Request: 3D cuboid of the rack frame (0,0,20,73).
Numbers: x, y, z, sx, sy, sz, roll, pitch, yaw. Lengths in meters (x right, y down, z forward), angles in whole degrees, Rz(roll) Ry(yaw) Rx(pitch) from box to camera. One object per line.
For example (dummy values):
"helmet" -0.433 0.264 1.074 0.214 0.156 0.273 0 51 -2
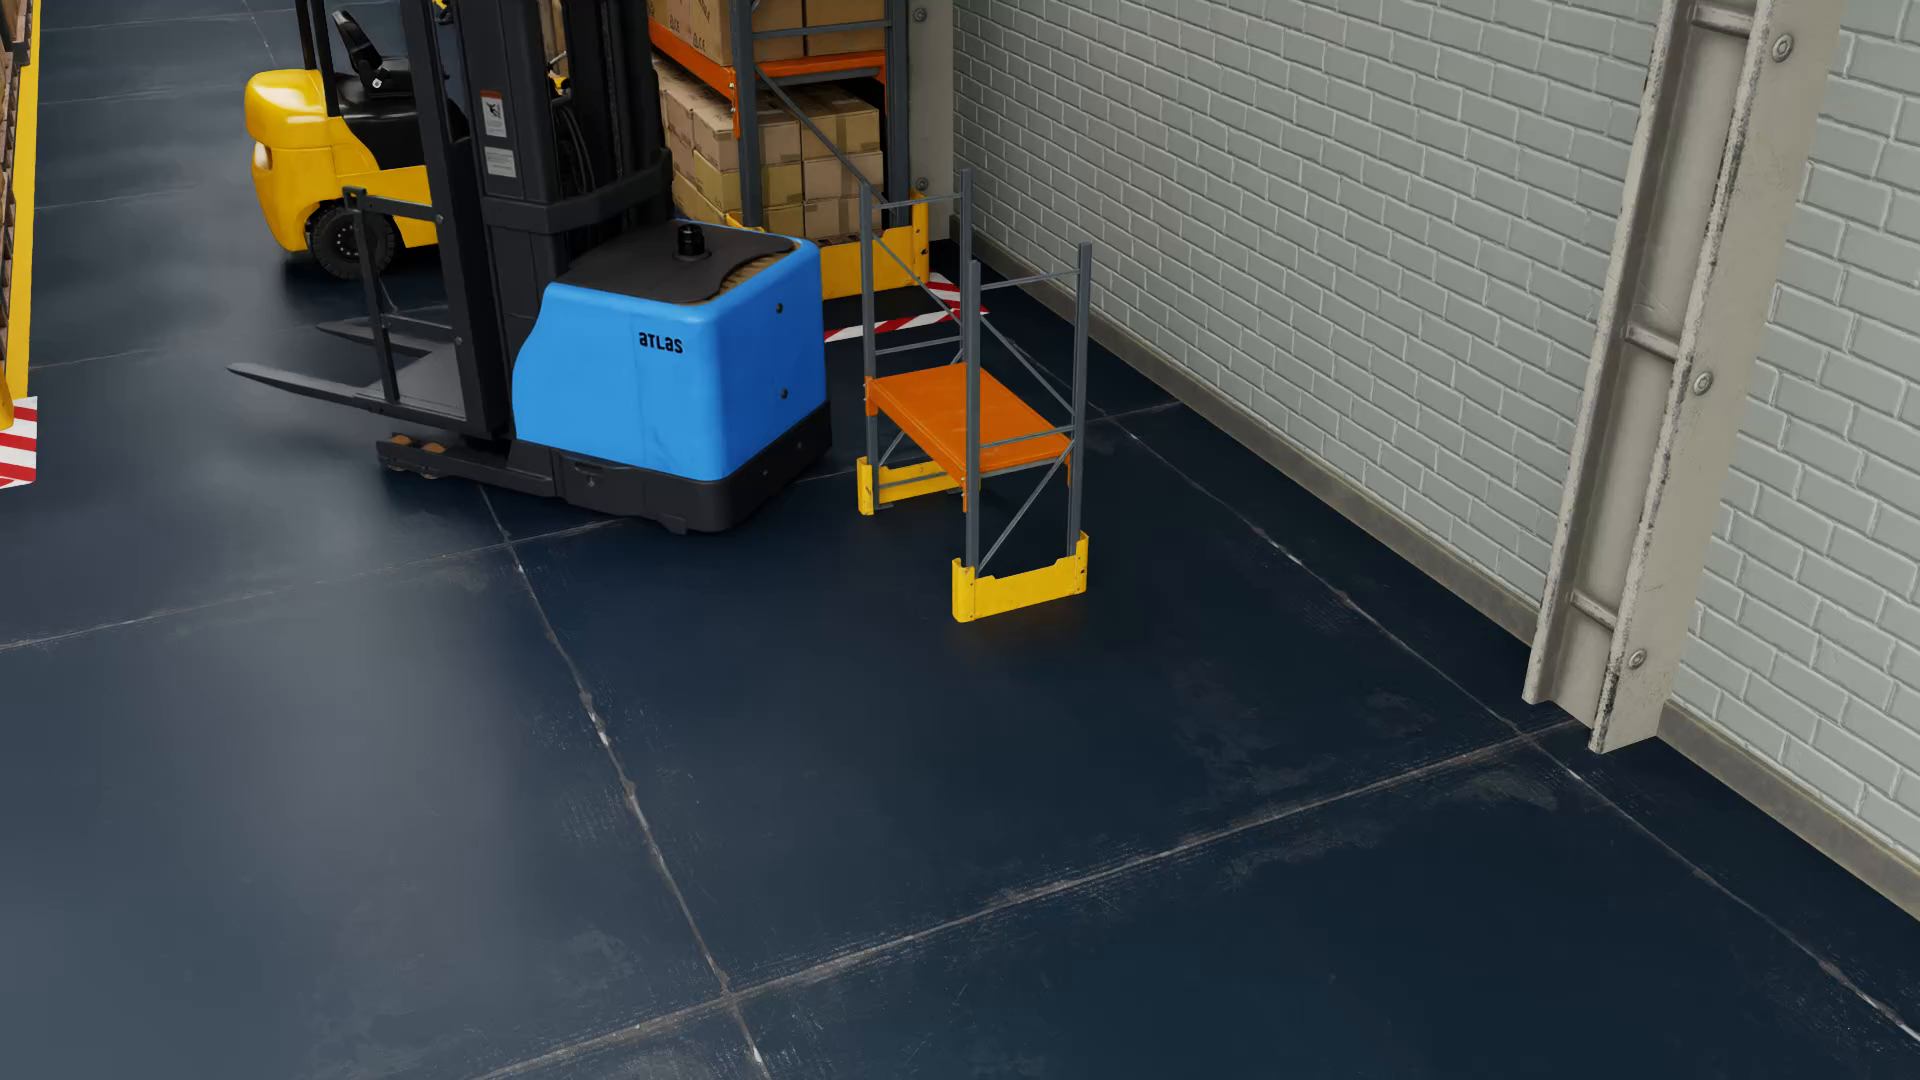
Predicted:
"rack frame" -8.691 -5.311 13.655 1.000 3.000 0.127 -13 32 -22

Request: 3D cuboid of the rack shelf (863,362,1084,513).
"rack shelf" 0.037 -0.460 6.904 0.538 0.185 1.000 -13 32 -22

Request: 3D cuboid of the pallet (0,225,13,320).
"pallet" -6.125 -1.499 9.708 1.003 0.211 1.213 -13 32 -22

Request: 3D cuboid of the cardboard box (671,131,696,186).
"cardboard box" -1.472 -2.396 10.327 0.500 0.250 0.500 -13 32 -22

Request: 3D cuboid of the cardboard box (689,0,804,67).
"cardboard box" -1.223 -3.027 9.479 0.500 0.500 0.500 -14 32 -23

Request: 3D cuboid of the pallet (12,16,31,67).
"pallet" -8.961 -4.459 14.986 1.003 0.211 1.213 -13 32 -22

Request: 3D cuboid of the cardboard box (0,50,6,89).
"cardboard box" -8.133 -3.772 13.168 0.950 0.372 0.625 -14 32 -23

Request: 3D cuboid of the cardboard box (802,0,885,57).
"cardboard box" -0.737 -3.142 9.684 0.500 0.500 0.500 -12 31 -20

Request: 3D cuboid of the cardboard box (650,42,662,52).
"cardboard box" -2.133 -3.283 11.398 0.500 0.250 0.500 -12 31 -20

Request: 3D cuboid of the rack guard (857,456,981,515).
"rack guard" -0.181 -0.295 7.521 0.587 0.250 0.087 -13 32 -22

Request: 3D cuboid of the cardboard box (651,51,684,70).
"cardboard box" -1.915 -3.050 10.981 0.500 0.250 0.500 -14 32 -23

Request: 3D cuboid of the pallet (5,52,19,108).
"pallet" -8.356 -3.749 13.721 1.003 0.211 1.213 -13 32 -22

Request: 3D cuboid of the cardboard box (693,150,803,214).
"cardboard box" -1.266 -2.172 9.928 0.500 0.250 0.500 -14 32 -23

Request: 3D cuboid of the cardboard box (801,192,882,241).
"cardboard box" -0.809 -2.063 10.244 0.500 0.250 0.500 -13 32 -22

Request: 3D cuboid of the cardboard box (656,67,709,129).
"cardboard box" -1.704 -2.824 10.579 0.500 0.250 0.500 -13 32 -21

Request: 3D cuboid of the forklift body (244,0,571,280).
"forklift body" -3.236 -2.906 10.233 2.313 2.155 1.214 -13 32 -22

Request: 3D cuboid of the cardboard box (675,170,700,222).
"cardboard box" -1.467 -2.168 10.431 0.500 0.250 0.500 -13 32 -22

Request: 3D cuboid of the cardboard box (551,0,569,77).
"cardboard box" -2.726 -3.964 13.250 0.875 0.625 0.625 -12 31 -20

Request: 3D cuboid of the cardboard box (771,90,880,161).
"cardboard box" -0.810 -2.493 9.989 0.500 0.250 0.500 -14 32 -23

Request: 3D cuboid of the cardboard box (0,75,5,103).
"cardboard box" -7.813 -3.436 12.568 0.950 0.372 0.625 -12 31 -20

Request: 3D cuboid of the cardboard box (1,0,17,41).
"cardboard box" -8.912 -4.890 14.647 0.875 0.875 0.875 -13 32 -22

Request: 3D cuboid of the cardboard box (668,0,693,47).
"cardboard box" -1.438 -3.258 9.891 0.500 0.500 0.500 -12 31 -20

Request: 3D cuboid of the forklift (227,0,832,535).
"forklift" -2.168 -1.779 7.426 3.031 2.935 1.130 13 32 22

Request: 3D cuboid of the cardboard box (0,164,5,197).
"cardboard box" -6.477 -2.323 10.708 0.500 0.250 0.500 -12 31 -20

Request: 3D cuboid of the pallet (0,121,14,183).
"pallet" -7.309 -2.672 11.799 1.003 0.211 1.213 -13 32 -22

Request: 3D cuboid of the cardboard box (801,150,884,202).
"cardboard box" -0.789 -2.274 10.110 0.500 0.250 0.500 -12 32 -21

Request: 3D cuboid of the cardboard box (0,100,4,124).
"cardboard box" -7.512 -3.129 12.021 0.950 0.372 0.625 -11 31 -19

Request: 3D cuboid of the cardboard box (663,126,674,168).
"cardboard box" -1.712 -2.620 10.726 0.500 0.250 0.500 -14 32 -23

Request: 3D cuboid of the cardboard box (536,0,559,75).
"cardboard box" -3.052 -4.308 13.864 0.875 0.625 0.625 -13 32 -22

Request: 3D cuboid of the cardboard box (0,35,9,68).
"cardboard box" -8.457 -4.097 13.746 0.950 0.372 0.625 -15 33 -25

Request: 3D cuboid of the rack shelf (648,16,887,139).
"rack shelf" -1.633 -3.391 10.966 1.077 0.370 4.000 -13 32 -22

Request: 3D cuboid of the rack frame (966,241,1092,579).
"rack frame" 0.255 -0.392 6.416 0.500 1.500 0.032 -13 32 -22

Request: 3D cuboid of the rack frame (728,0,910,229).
"rack frame" -0.775 -2.821 9.214 1.000 3.000 0.127 -13 32 -22

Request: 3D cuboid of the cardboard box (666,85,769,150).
"cardboard box" -1.479 -2.603 10.186 0.500 0.250 0.500 -12 32 -21

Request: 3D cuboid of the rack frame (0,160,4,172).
"rack frame" -6.973 -3.544 10.504 1.000 3.000 0.127 -13 32 -22

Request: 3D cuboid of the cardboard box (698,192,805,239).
"cardboard box" -1.262 -1.946 10.036 0.500 0.250 0.500 -13 32 -22

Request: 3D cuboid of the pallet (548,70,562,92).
"pallet" -2.843 -3.689 13.613 1.003 0.211 1.213 -13 32 -22

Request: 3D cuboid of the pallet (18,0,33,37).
"pallet" -9.481 -4.997 15.946 1.003 0.211 1.213 -13 32 -22

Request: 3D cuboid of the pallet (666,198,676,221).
"pallet" -1.661 -2.472 11.443 1.003 0.211 1.213 -13 32 -22

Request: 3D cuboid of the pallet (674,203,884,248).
"pallet" -1.141 -1.934 10.483 1.003 0.211 1.213 -13 32 -22

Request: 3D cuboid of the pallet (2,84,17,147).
"pallet" -7.837 -3.211 12.761 1.003 0.211 1.213 -13 32 -22

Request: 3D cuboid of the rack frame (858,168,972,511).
"rack frame" -0.182 -0.841 7.216 0.500 1.500 0.032 -13 32 -22

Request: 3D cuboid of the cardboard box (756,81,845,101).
"cardboard box" -1.028 -2.713 10.381 0.500 0.250 0.500 -13 32 -22

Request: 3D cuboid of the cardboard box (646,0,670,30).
"cardboard box" -1.658 -3.484 10.295 0.500 0.500 0.500 -14 32 -23

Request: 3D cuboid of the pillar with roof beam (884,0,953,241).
"pillar with roof beam" -4.148 -5.031 7.021 9.100 9.000 0.400 -13 32 -22

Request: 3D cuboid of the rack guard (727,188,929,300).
"rack guard" -0.764 -1.720 9.807 1.175 0.500 0.348 -13 32 -22

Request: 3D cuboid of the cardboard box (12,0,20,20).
"cardboard box" -9.291 -5.285 15.351 0.875 0.875 0.875 -13 32 -21

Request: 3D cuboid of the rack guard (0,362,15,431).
"rack guard" -5.289 -0.721 8.024 1.175 0.500 0.348 -13 32 -22

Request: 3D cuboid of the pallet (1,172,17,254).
"pallet" -6.653 -2.039 10.670 1.003 0.211 1.213 -13 32 -22

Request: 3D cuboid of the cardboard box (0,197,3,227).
"cardboard box" -6.239 -2.090 10.293 0.500 0.250 0.500 -14 32 -23

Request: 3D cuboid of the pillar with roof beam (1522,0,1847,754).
"pillar with roof beam" -1.572 -2.380 2.294 9.100 9.000 0.400 -13 32 -22

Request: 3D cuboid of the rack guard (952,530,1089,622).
"rack guard" 0.247 0.145 6.737 0.587 0.250 0.087 -13 32 -22

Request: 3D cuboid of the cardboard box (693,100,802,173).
"cardboard box" -1.254 -2.379 9.786 0.500 0.250 0.500 -12 31 -20

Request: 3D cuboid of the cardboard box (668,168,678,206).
"cardboard box" -1.673 -2.391 10.829 0.500 0.250 0.500 -13 32 -21

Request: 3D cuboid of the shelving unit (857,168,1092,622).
"shelving unit" 0.033 -0.620 6.823 0.587 1.500 1.083 -13 32 -22

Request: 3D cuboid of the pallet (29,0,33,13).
"pallet" -10.008 -5.537 16.908 1.003 0.211 1.213 -13 32 -22

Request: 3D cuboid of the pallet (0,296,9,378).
"pallet" -5.606 -0.961 8.748 1.003 0.211 1.213 -13 32 -22
